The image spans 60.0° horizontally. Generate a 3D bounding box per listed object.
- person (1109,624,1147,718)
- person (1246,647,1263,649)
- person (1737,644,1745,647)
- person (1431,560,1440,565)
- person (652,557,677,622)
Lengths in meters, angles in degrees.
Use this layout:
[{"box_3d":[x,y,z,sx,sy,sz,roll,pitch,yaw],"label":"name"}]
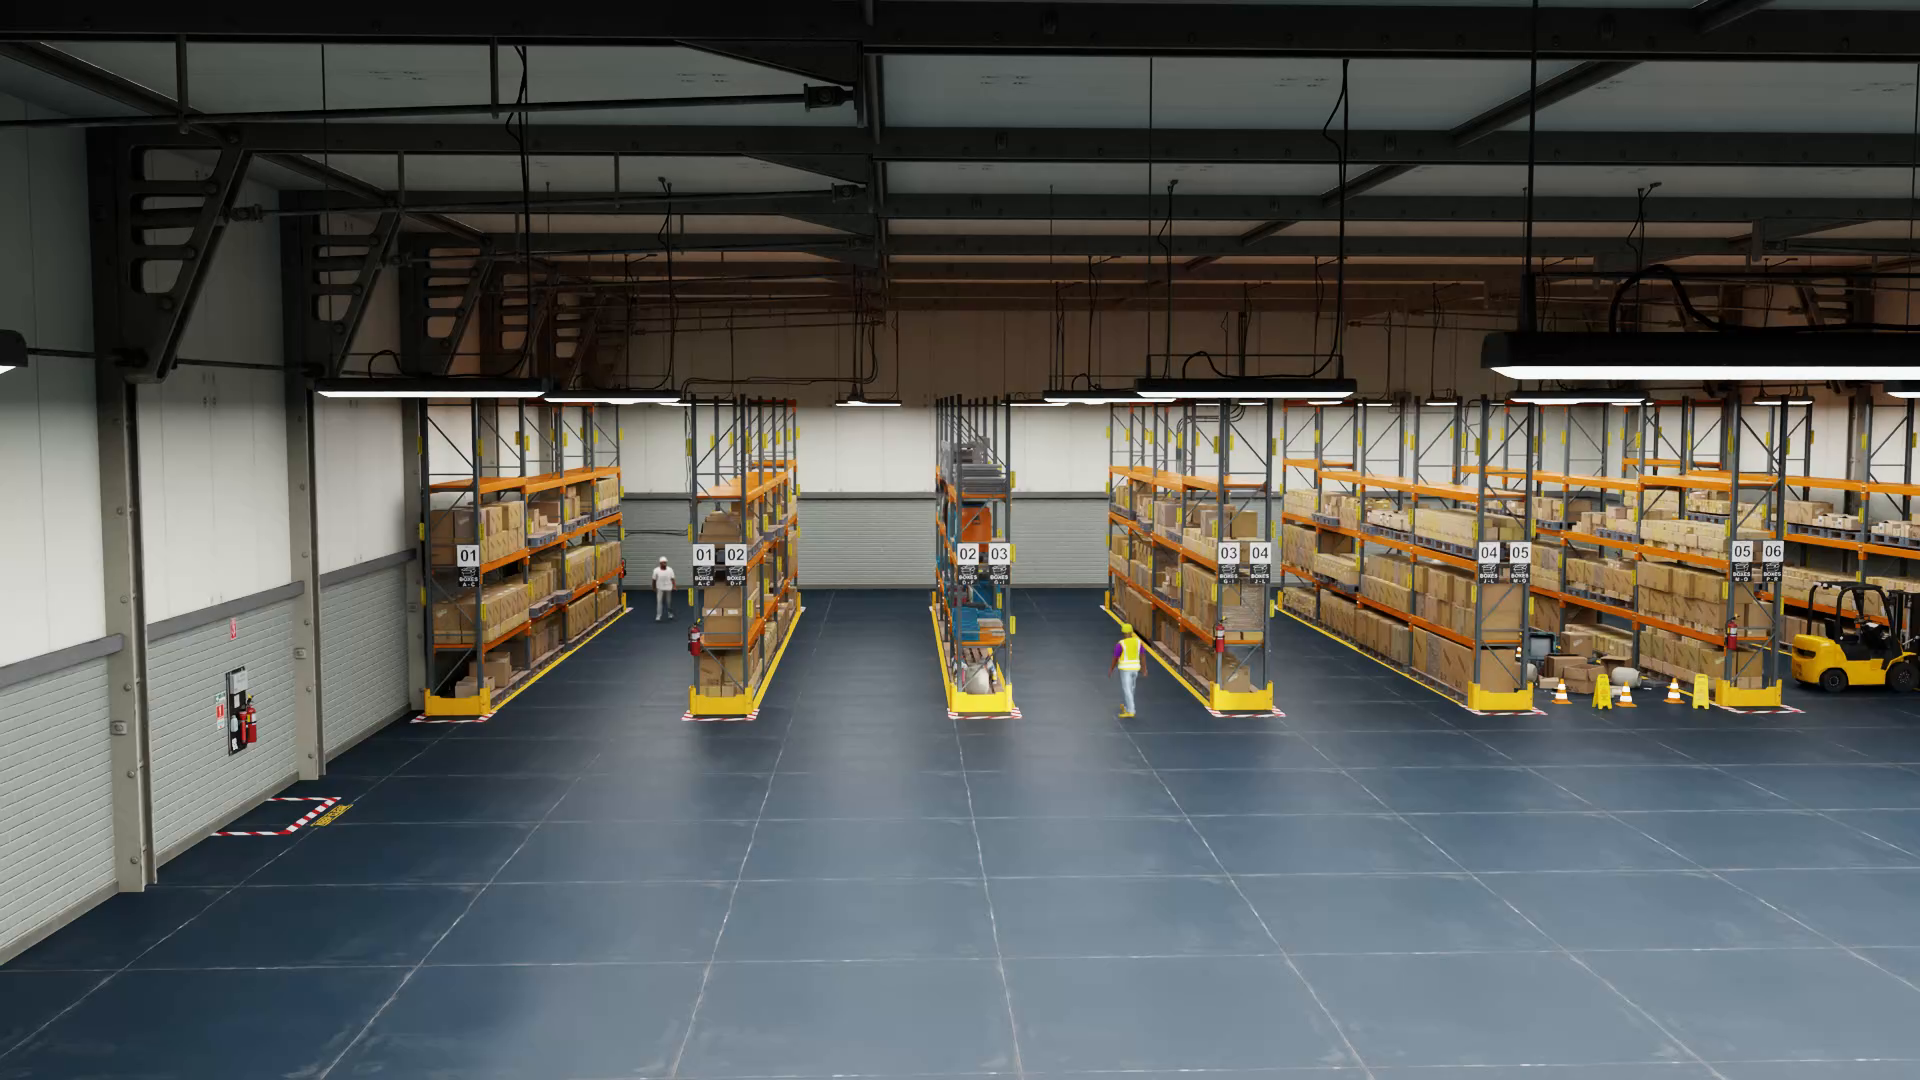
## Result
[{"box_3d":[3.118,2.417,31.064,0.734,1.740,0.915,-2,5,-28],"label":"person"},{"box_3d":[7.069,1.794,39.916,0.550,1.732,0.458,3,6,36],"label":"person"},{"box_3d":[16.991,2.039,36.507,0.467,1.637,0.580,-4,6,-43],"label":"person"},{"box_3d":[12.476,1.400,43.685,0.421,1.793,0.606,1,5,13],"label":"person"},{"box_3d":[-7.976,1.321,44.898,0.687,1.719,1.050,0,4,2],"label":"person"}]
